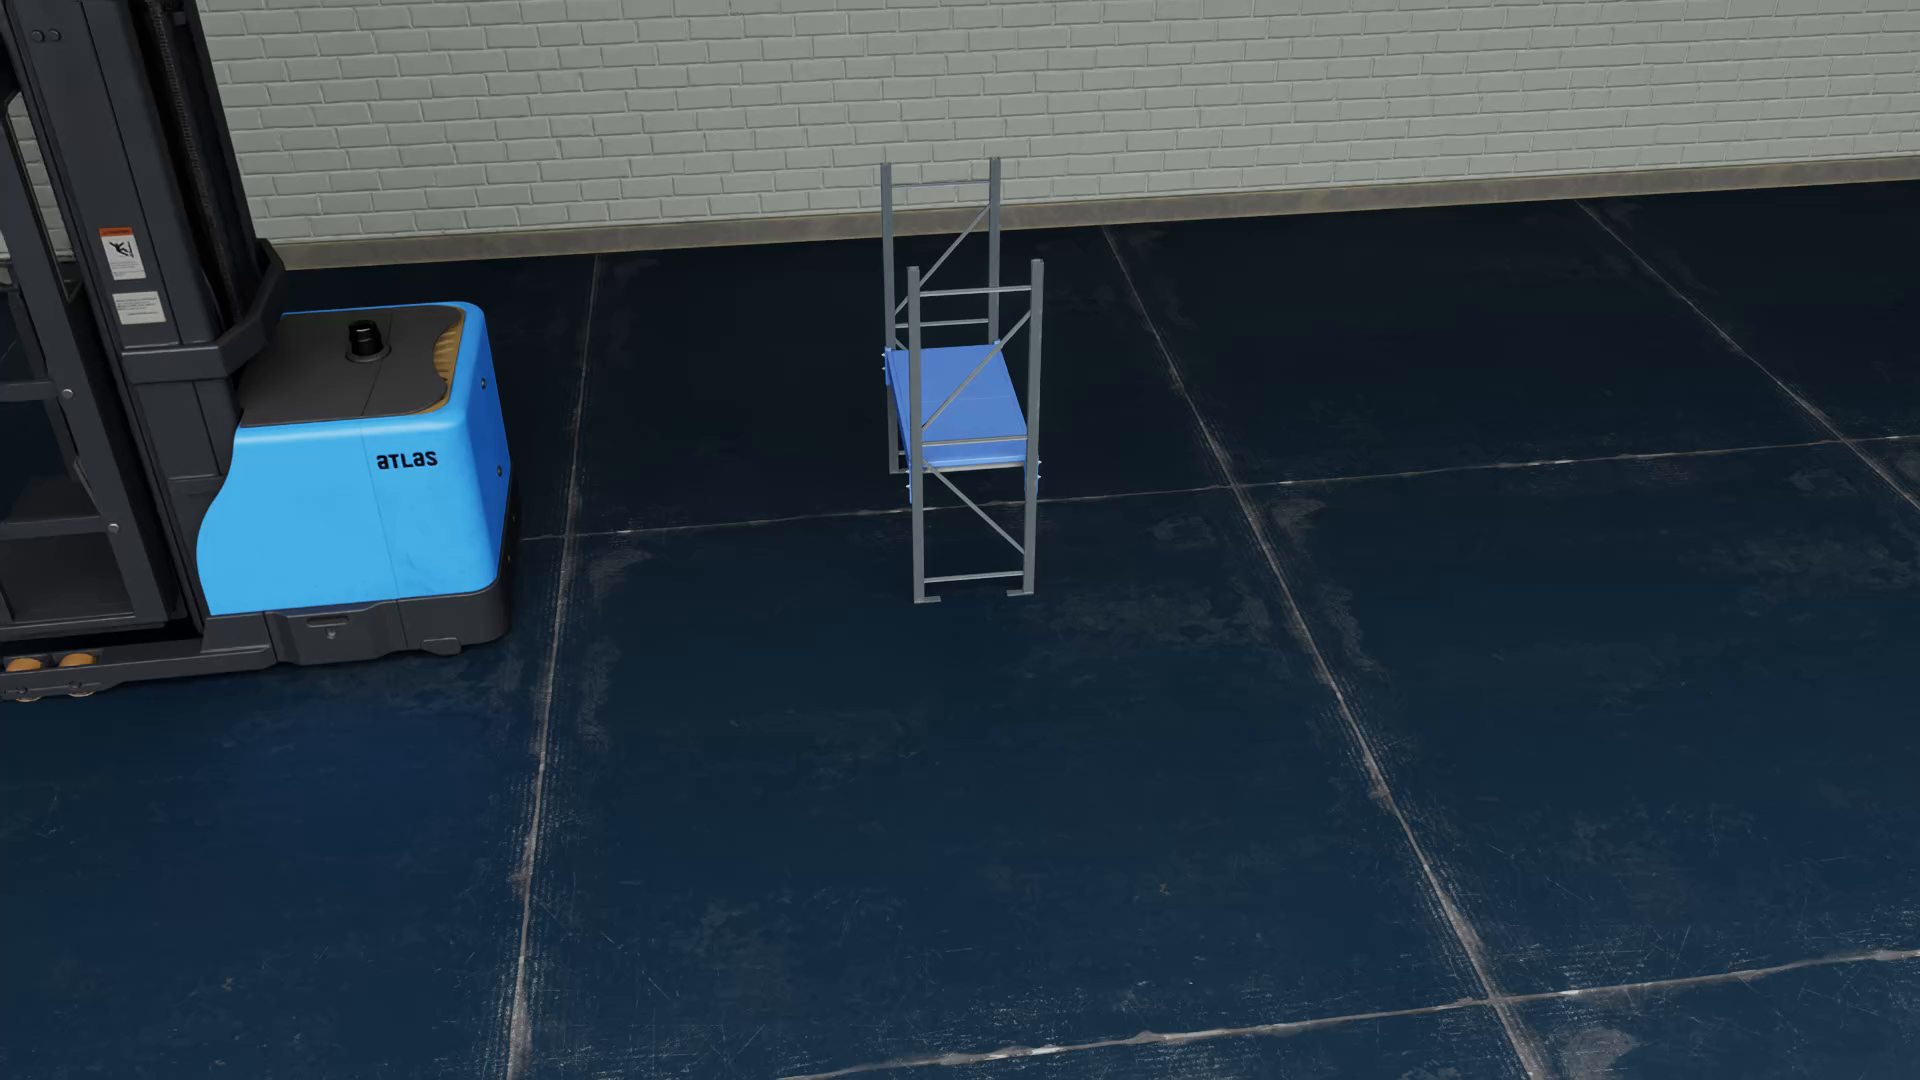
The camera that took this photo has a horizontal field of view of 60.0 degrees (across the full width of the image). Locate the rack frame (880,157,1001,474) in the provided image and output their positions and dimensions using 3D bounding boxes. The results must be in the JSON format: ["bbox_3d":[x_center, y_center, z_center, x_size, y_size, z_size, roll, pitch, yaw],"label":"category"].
[{"bbox_3d":[-0.080,-0.951,7.314,0.500,1.500,0.032,-4,35,-6],"label":"rack frame"}]

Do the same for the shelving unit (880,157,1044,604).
[{"bbox_3d":[-0.011,-0.667,6.897,0.538,1.500,1.048,-4,35,-6],"label":"shelving unit"}]

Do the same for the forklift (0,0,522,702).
[{"bbox_3d":[-3.356,-0.914,5.989,3.031,2.935,1.130,-5,35,-7],"label":"forklift"}]

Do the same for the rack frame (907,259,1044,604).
[{"bbox_3d":[0.057,-0.384,6.481,0.500,1.500,0.032,-4,35,-6],"label":"rack frame"}]

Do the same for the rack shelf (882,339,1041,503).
[{"bbox_3d":[-0.011,-0.519,6.999,0.538,0.185,1.000,-4,35,-6],"label":"rack shelf"}]
